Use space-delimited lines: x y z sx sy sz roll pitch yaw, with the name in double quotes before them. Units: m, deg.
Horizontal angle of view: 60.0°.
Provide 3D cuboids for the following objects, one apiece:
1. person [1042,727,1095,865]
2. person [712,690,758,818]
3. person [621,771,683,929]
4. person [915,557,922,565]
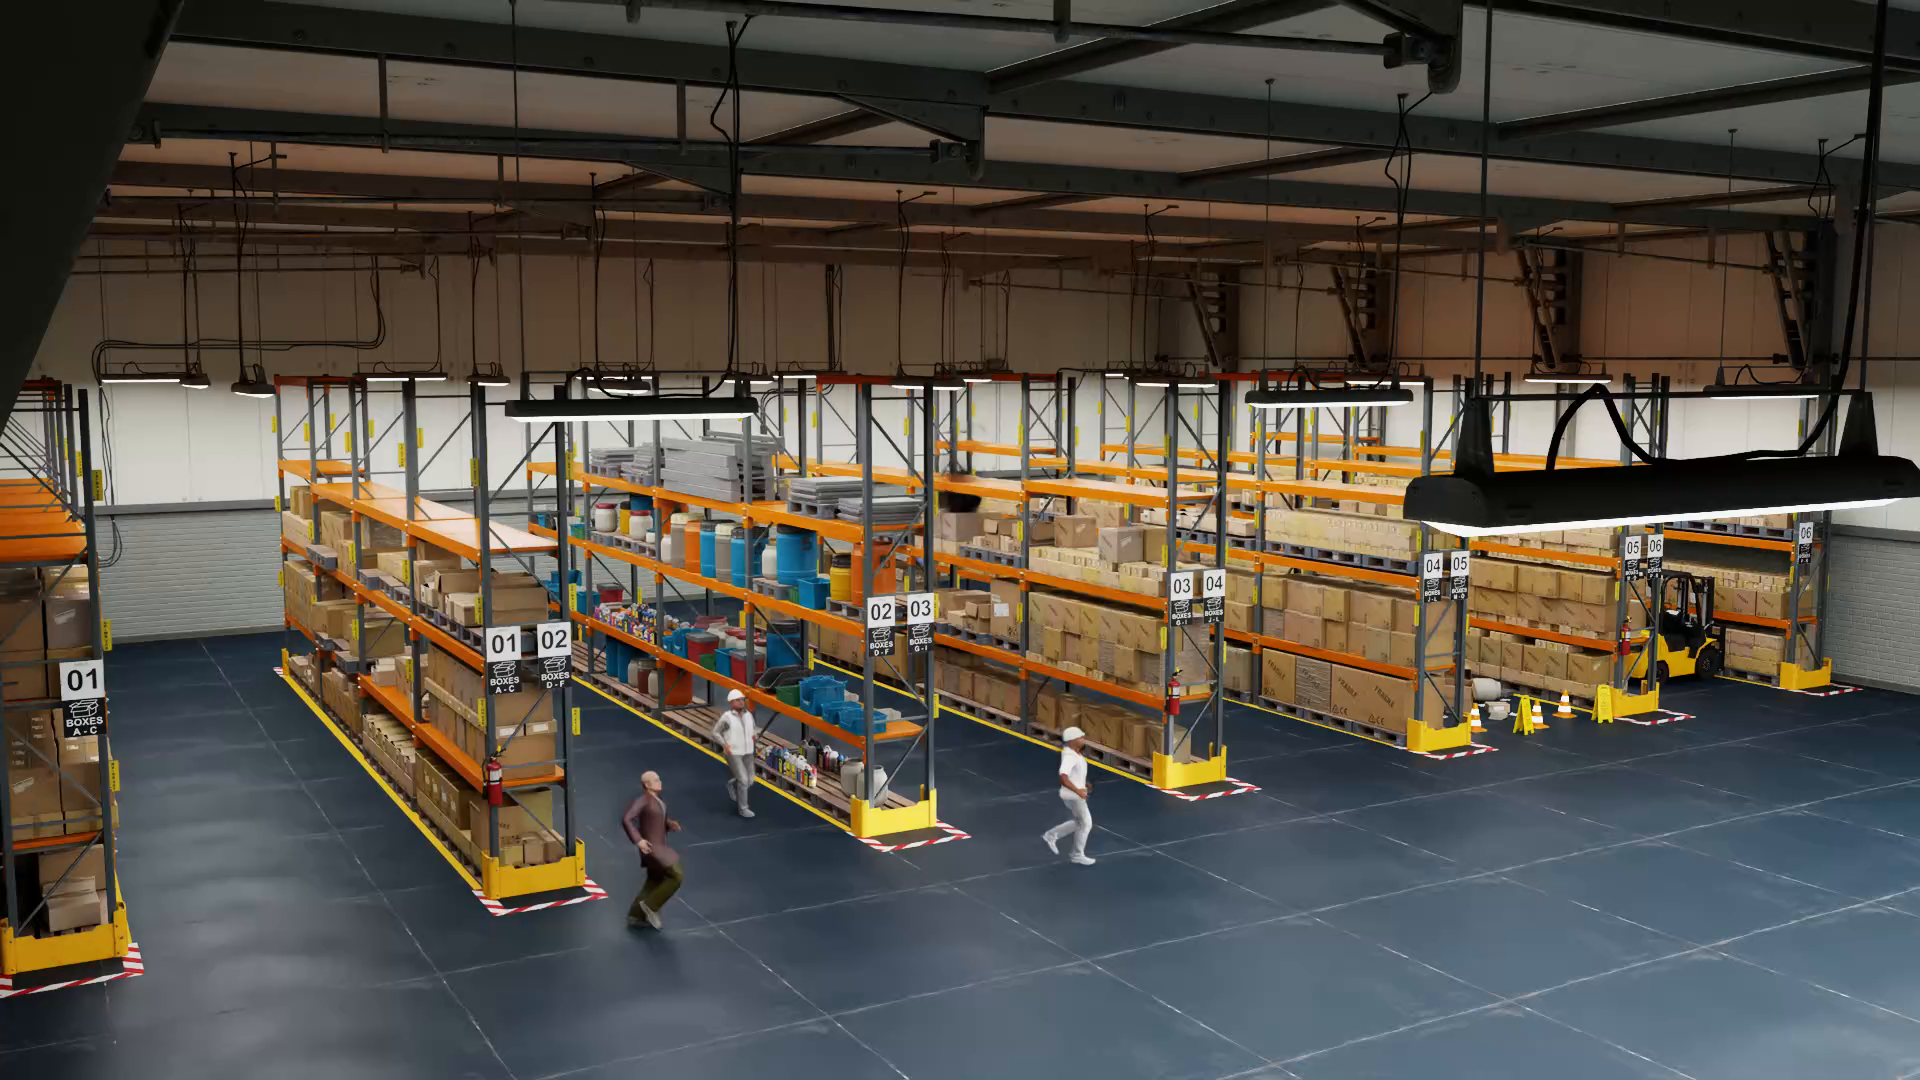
"person" 1.366 3.194 20.811 0.670 1.738 0.726 0 6 4
"person" -3.093 2.944 23.107 0.668 1.739 0.803 -5 8 -41
"person" -3.403 3.439 18.517 0.658 1.737 0.698 0 6 -3
"person" -1.170 1.037 41.440 0.575 1.639 0.545 5 8 38
